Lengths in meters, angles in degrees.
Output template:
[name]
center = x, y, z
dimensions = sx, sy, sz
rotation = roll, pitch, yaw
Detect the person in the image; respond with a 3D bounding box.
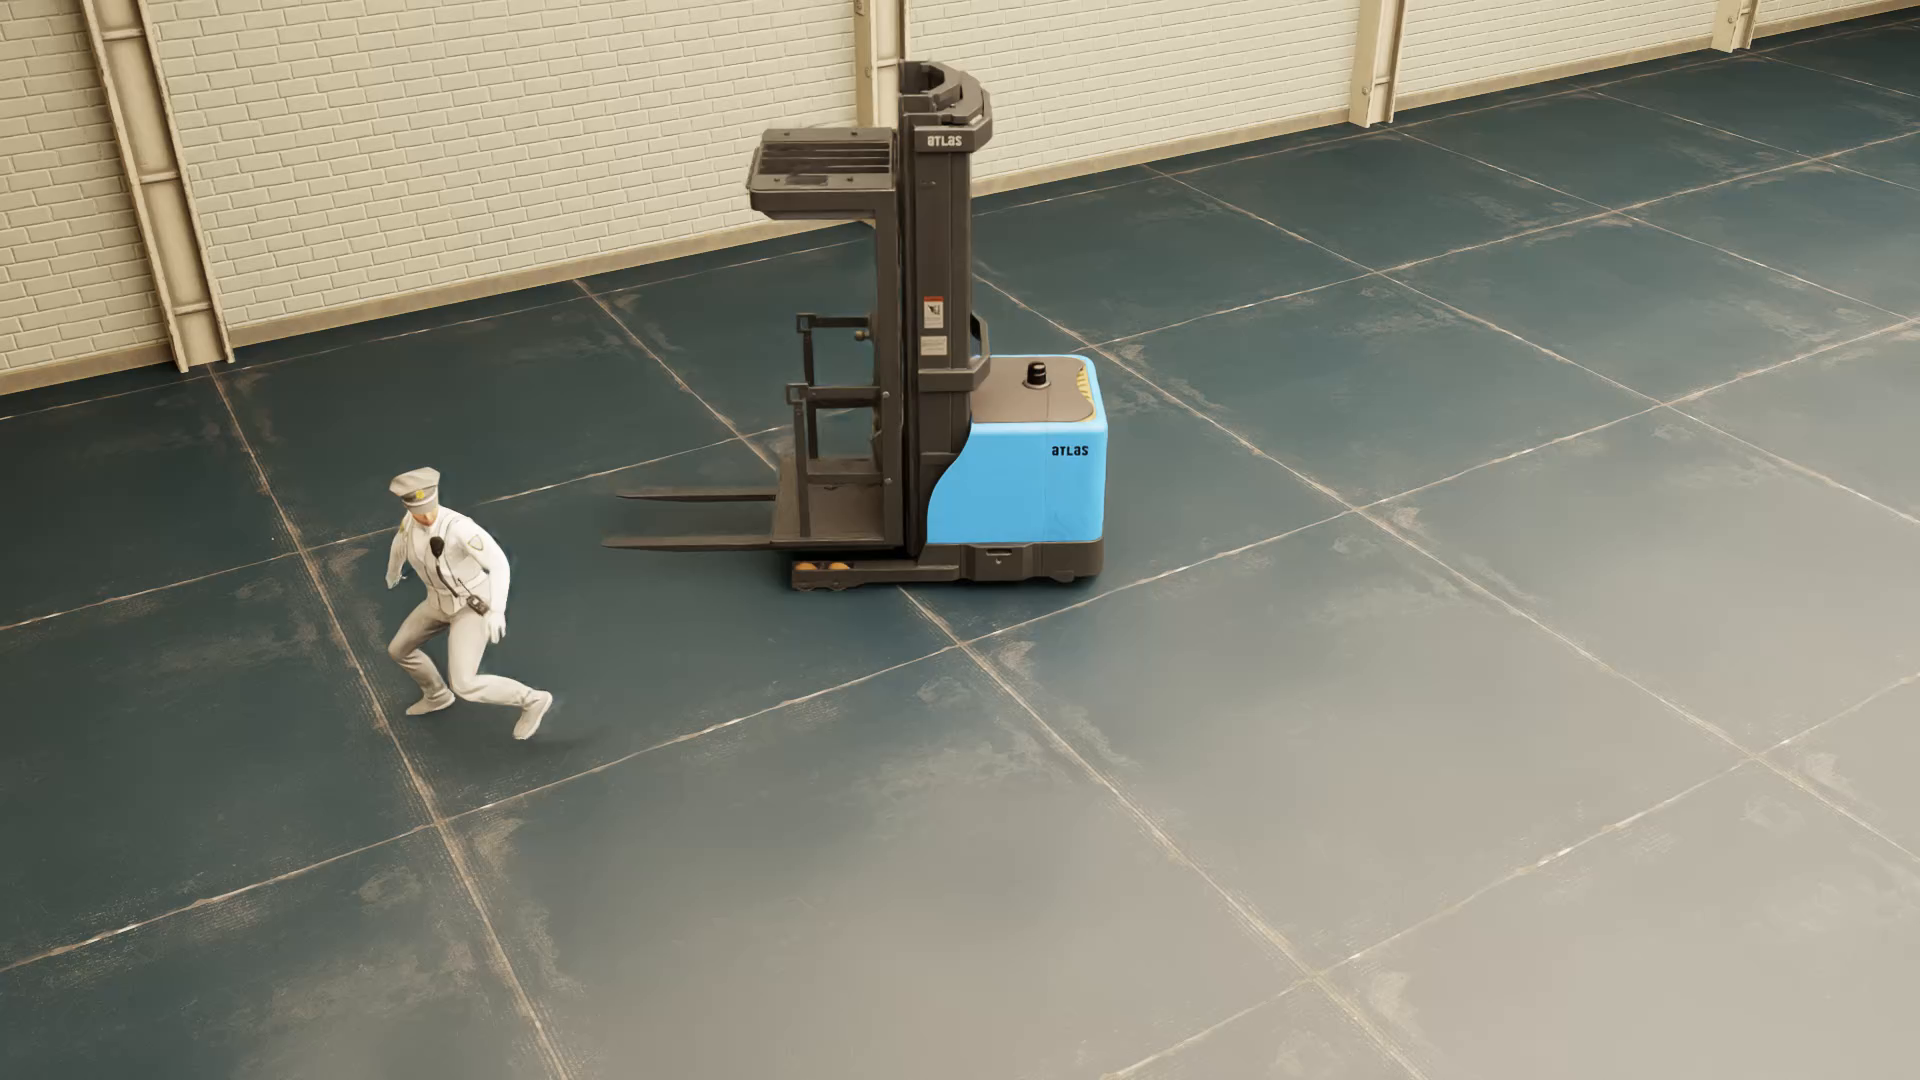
[person]
center = -2.636, 0.331, 8.523
dimensions = 1.042, 1.554, 0.468
rotation = 23, 38, 33

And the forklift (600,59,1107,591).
[forklift]
center = -0.662, -1.227, 9.696
dimensions = 3.031, 2.935, 1.130
rotation = -1, 31, -1
